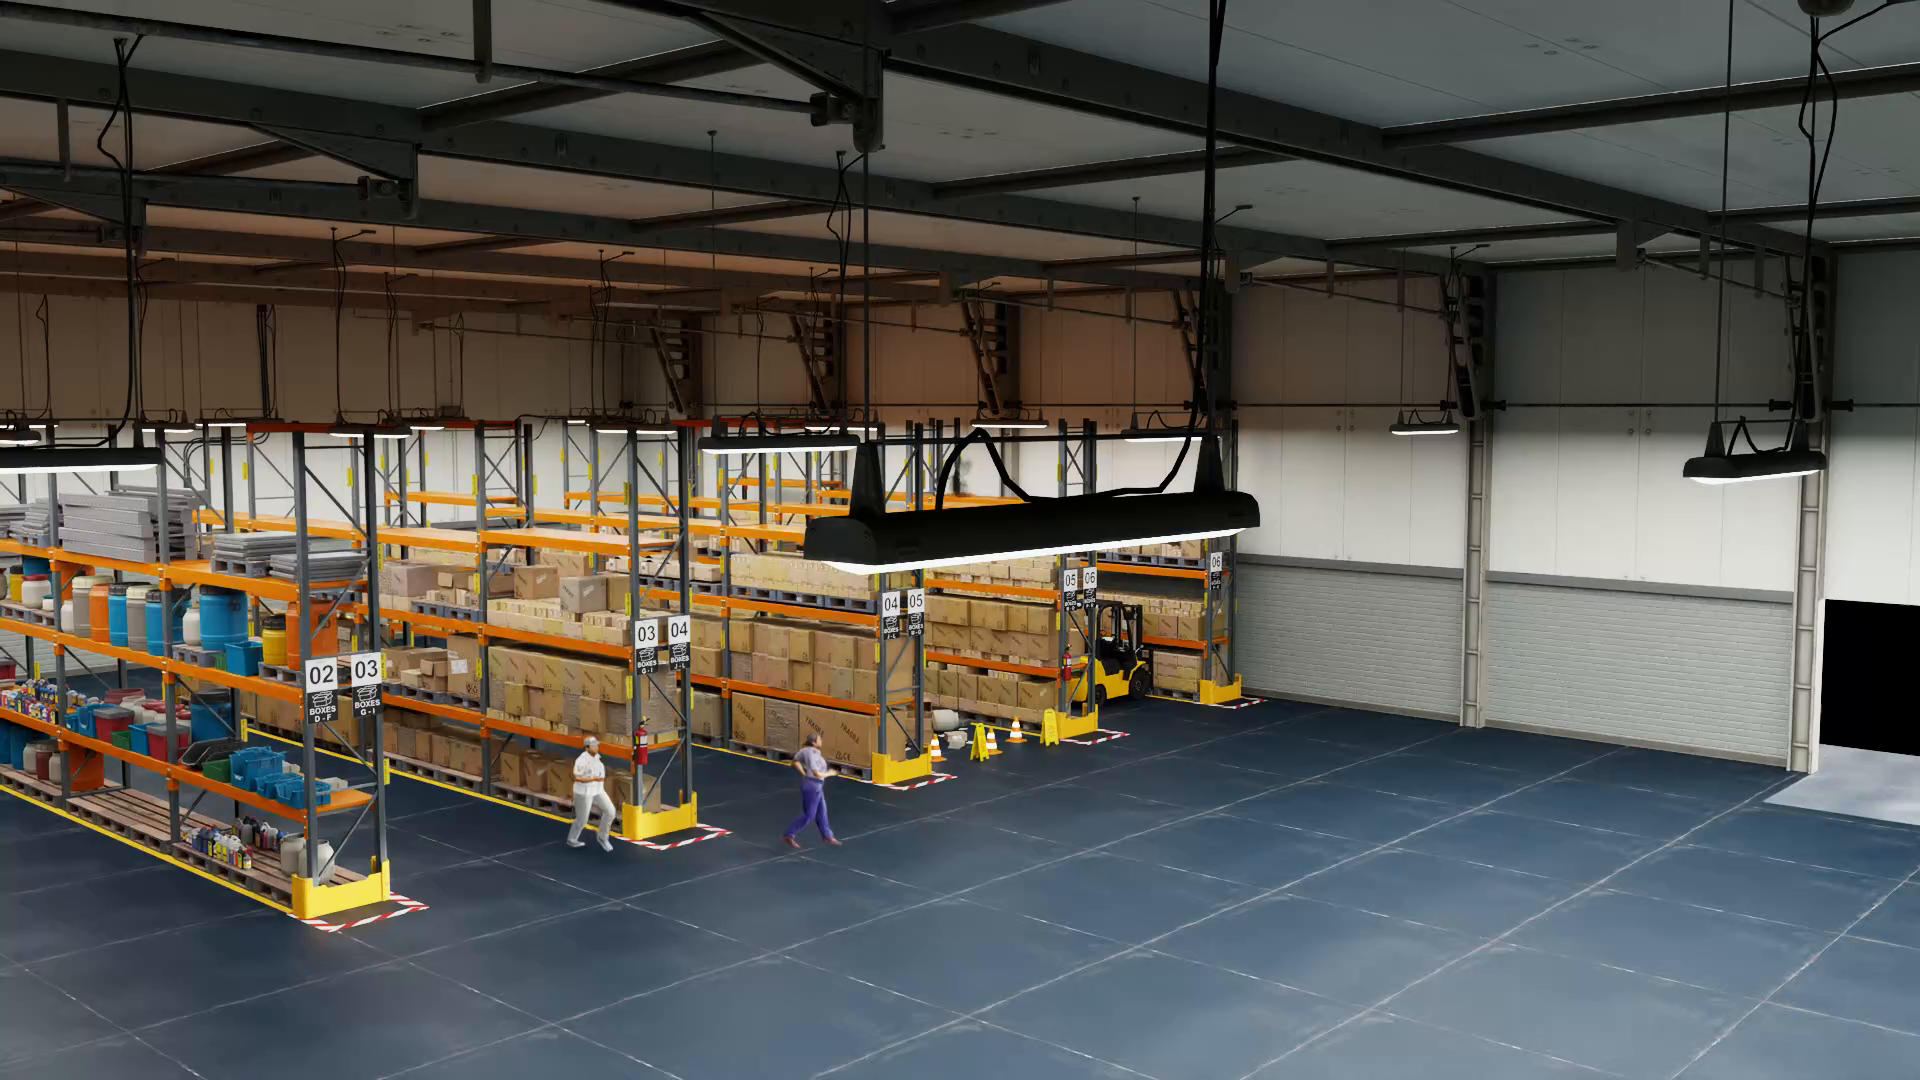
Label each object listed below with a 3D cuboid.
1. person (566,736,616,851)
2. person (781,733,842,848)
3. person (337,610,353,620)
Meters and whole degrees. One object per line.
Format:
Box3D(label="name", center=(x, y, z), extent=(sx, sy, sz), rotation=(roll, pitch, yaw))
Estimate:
Box3D(label="person", center=(-5.247, 3.600, 23.512), extent=(0.762, 1.684, 0.630), rotation=(3, 5, 29))
Box3D(label="person", center=(-2.113, 3.564, 23.624), extent=(0.900, 1.676, 0.618), rotation=(-1, 5, -15))
Box3D(label="person", center=(-14.292, 2.336, 38.392), extent=(0.772, 1.744, 0.731), rotation=(1, 5, 9))
